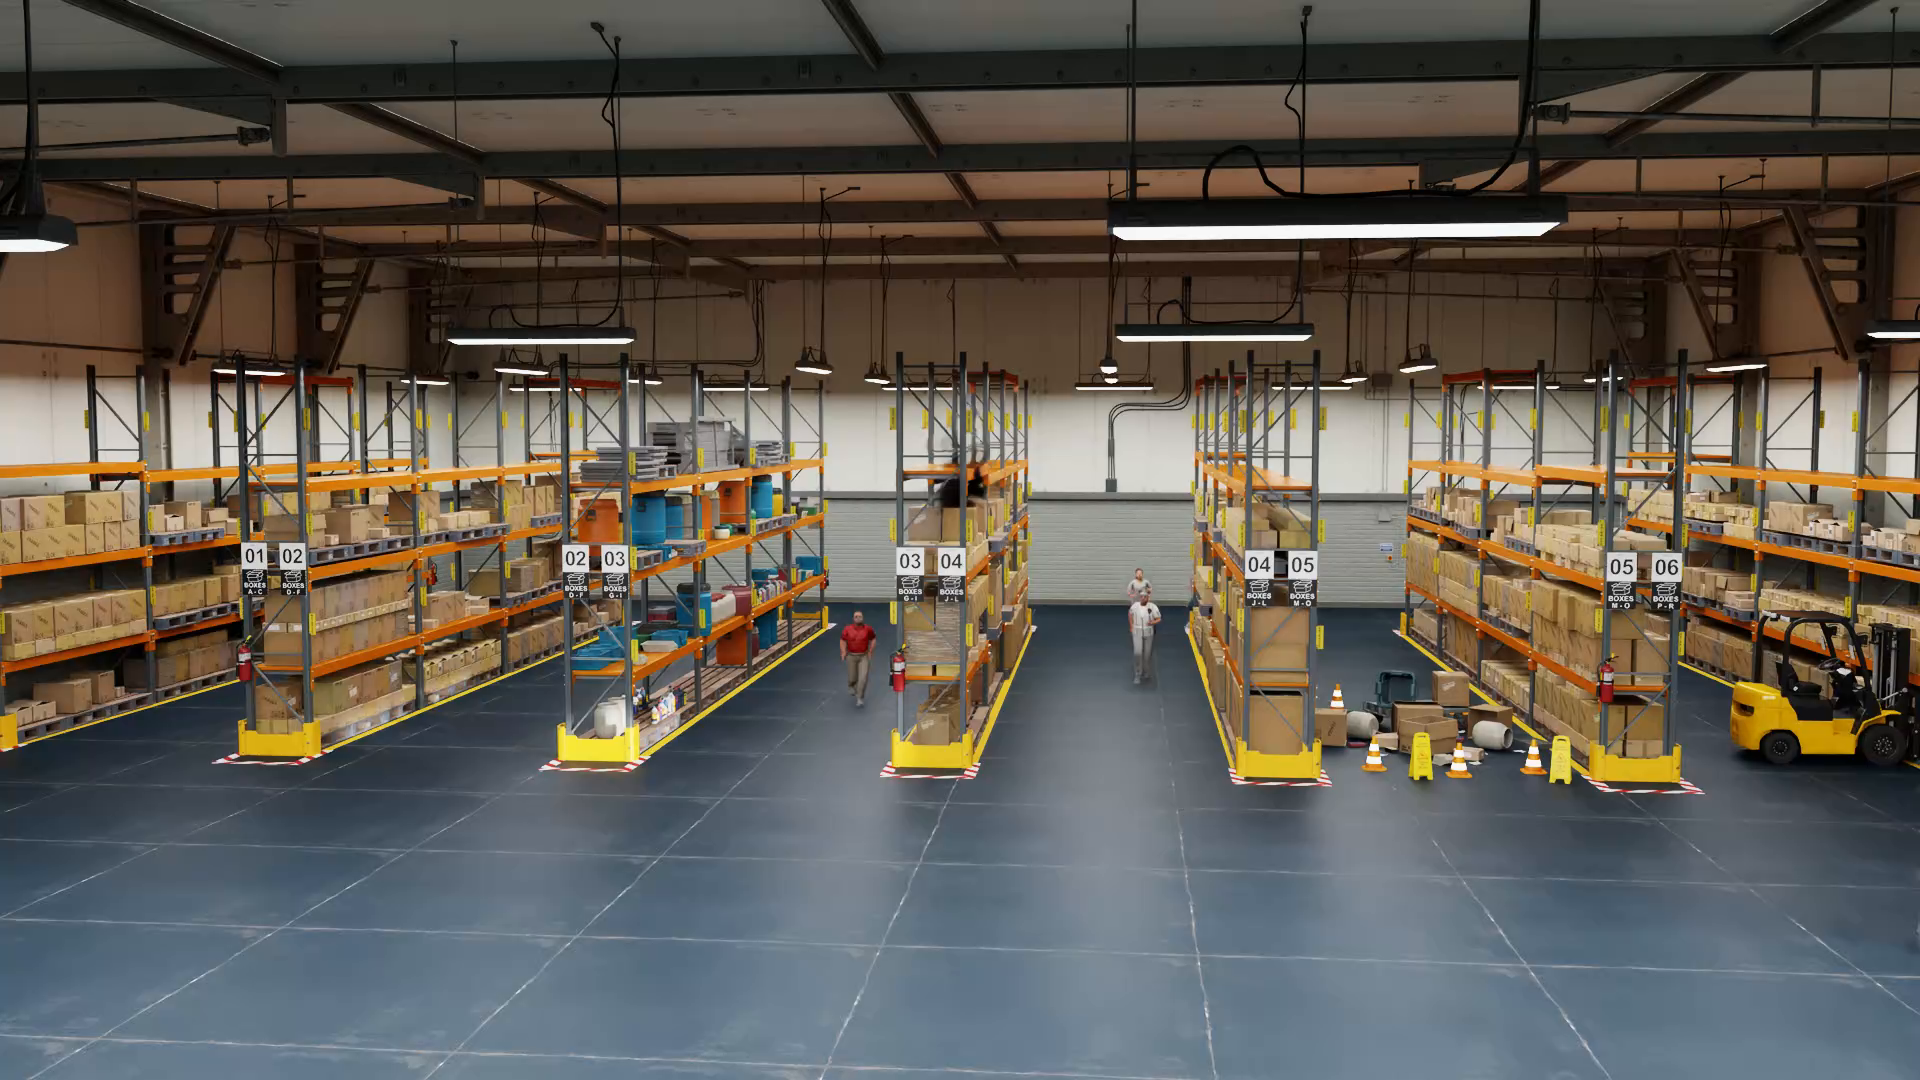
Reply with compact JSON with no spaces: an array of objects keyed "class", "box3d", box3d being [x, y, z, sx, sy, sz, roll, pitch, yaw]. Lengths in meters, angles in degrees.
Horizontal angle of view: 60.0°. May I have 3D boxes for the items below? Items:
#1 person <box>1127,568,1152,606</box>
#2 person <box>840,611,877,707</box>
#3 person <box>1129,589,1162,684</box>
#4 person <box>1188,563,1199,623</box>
[{"class":"person","box3d":[4.081,1.471,37.833,0.581,1.655,0.915,0,4,5]},{"class":"person","box3d":[-1.800,2.079,29.459,0.650,1.680,0.652,0,4,-5]},{"class":"person","box3d":[3.562,1.849,32.070,0.645,1.842,0.816,1,4,8]},{"class":"person","box3d":[5.870,1.280,40.630,0.616,1.495,0.596,0,4,-2]}]
